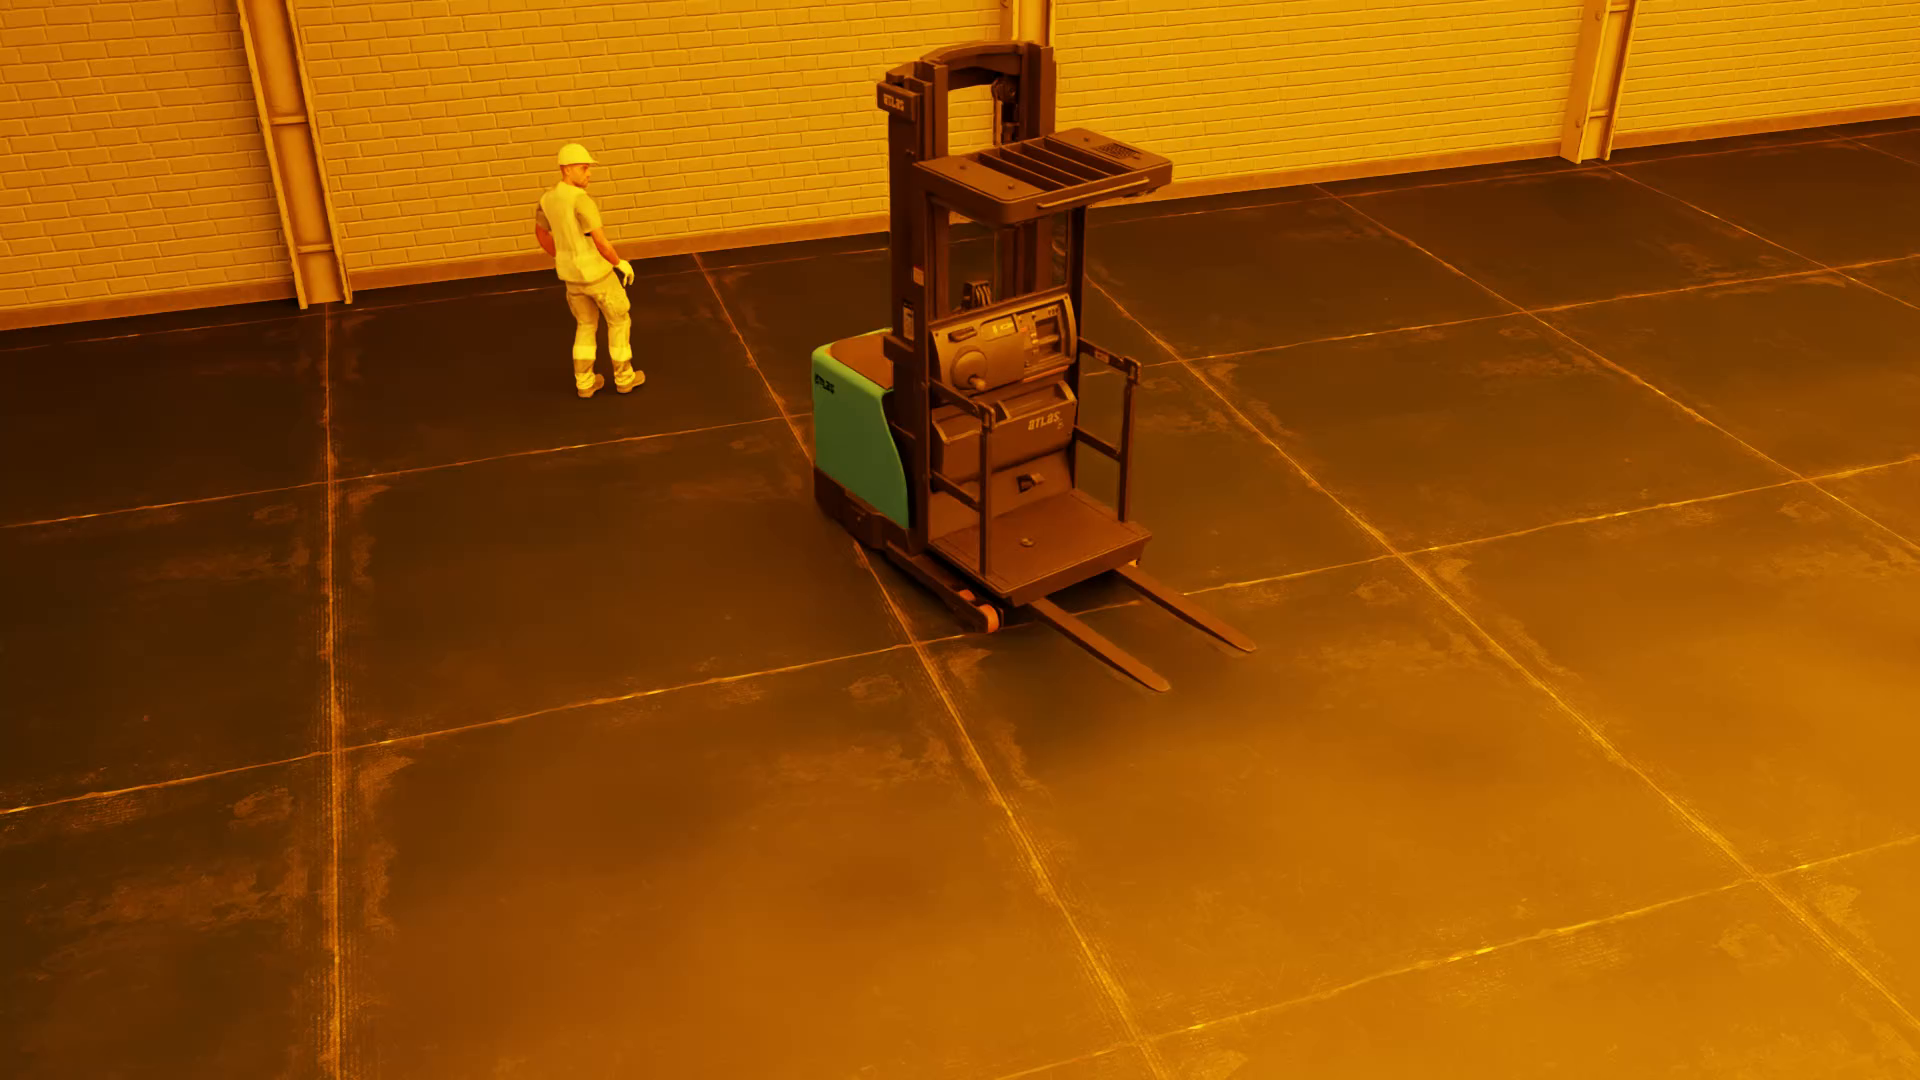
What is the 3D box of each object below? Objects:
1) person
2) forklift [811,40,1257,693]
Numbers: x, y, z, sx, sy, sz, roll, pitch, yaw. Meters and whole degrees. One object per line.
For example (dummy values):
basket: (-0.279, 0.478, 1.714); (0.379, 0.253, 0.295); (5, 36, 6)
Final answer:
person: (-2.544, -1.862, 11.498); (0.757, 1.761, 0.506); (16, 34, 25)
forklift: (0.375, -1.027, 8.872); (1.130, 2.935, 3.031); (-20, 36, -31)
